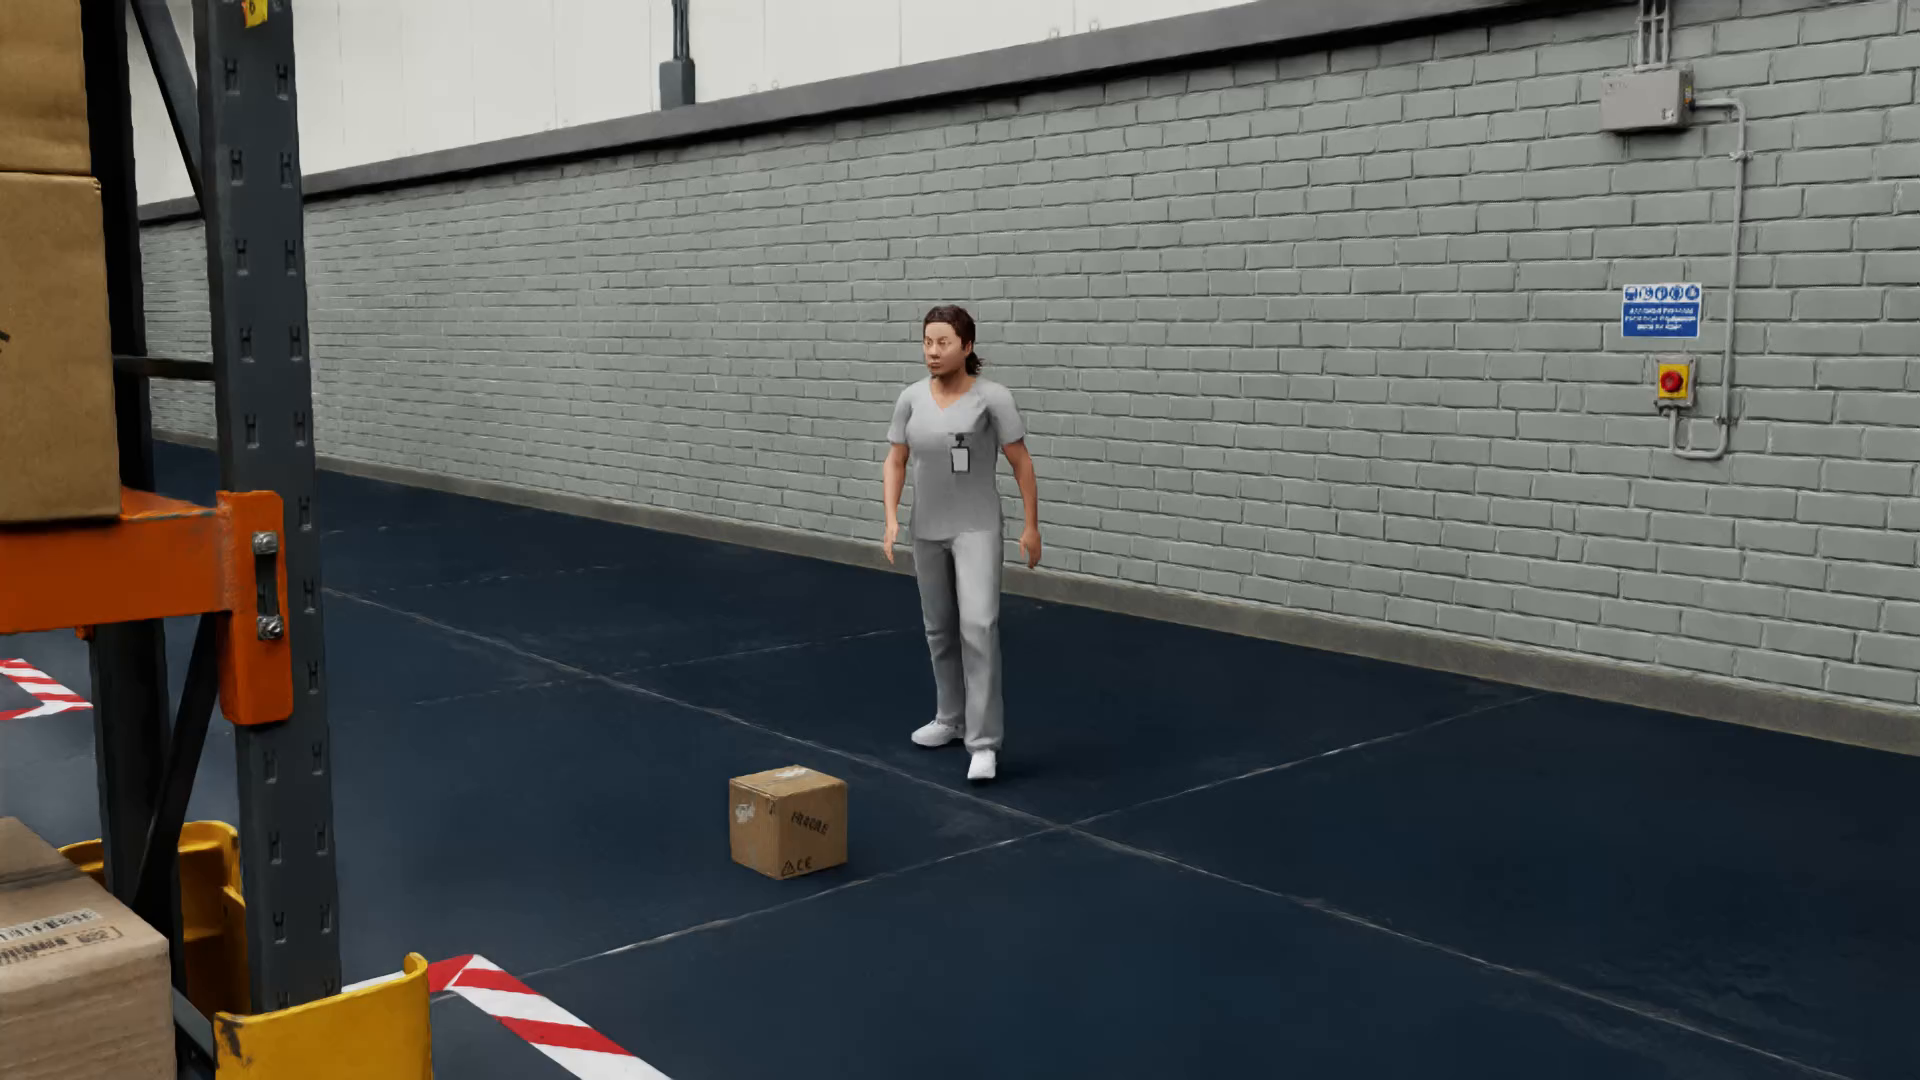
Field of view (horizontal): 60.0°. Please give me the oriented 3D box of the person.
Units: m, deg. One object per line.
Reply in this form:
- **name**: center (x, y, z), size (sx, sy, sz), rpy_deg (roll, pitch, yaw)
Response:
- **person**: center (-0.002, -0.017, 5.970), size (0.543, 1.640, 0.676), rpy_deg (4, 8, 26)
